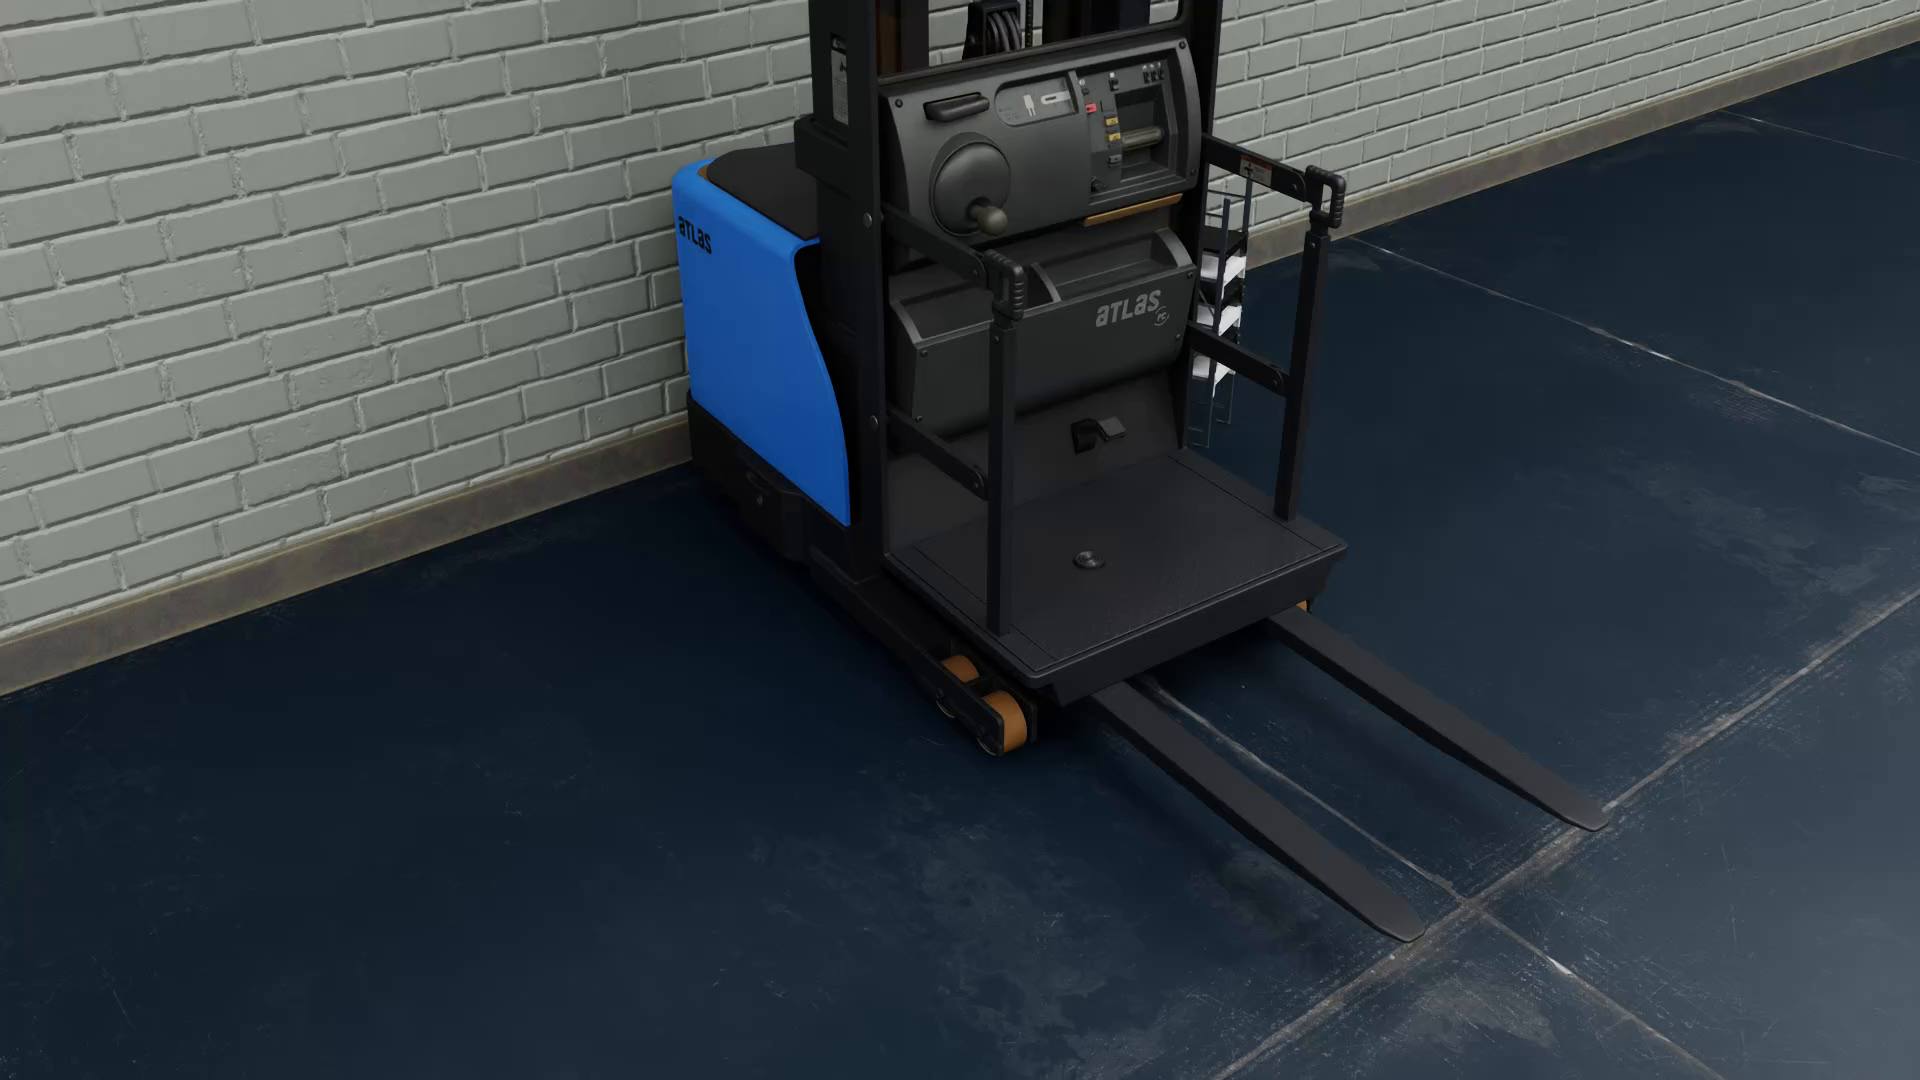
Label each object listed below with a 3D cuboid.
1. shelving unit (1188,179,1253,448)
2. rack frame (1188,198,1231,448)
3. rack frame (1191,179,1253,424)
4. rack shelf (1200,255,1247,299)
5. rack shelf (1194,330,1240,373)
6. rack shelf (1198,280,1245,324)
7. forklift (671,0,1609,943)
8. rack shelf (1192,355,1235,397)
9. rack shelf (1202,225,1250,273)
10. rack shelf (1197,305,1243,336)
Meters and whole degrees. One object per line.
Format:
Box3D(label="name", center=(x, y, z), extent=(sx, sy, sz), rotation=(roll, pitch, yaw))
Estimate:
Box3D(label="shelving unit", center=(0.804, -0.778, 5.650), extent=(0.258, 0.900, 0.210), rotation=(16, 35, 24))
Box3D(label="rack frame", center=(0.755, -0.731, 5.574), extent=(0.240, 0.900, 0.006), rotation=(16, 35, 24))
Box3D(label="rack frame", center=(0.853, -0.825, 5.726), extent=(0.240, 0.900, 0.006), rotation=(16, 35, 24))
Box3D(label="rack shelf", center=(0.804, -0.903, 5.573), extent=(0.258, 0.077, 0.200), rotation=(16, 35, 24))
Box3D(label="rack shelf", center=(0.804, -0.673, 5.715), extent=(0.258, 0.077, 0.200), rotation=(16, 35, 24))
Box3D(label="rack shelf", center=(0.804, -0.826, 5.620), extent=(0.258, 0.077, 0.200), rotation=(16, 35, 24))
Box3D(label="forklift", center=(0.354, -0.973, 4.038), extent=(1.130, 2.935, 3.031), rotation=(-20, 37, -29))
Box3D(label="rack shelf", center=(0.804, -0.597, 5.763), extent=(0.258, 0.077, 0.200), rotation=(16, 35, 24))
Box3D(label="rack shelf", center=(0.804, -0.979, 5.525), extent=(0.258, 0.077, 0.200), rotation=(16, 35, 24))
Box3D(label="rack shelf", center=(0.804, -0.750, 5.668), extent=(0.258, 0.077, 0.200), rotation=(16, 35, 24))
